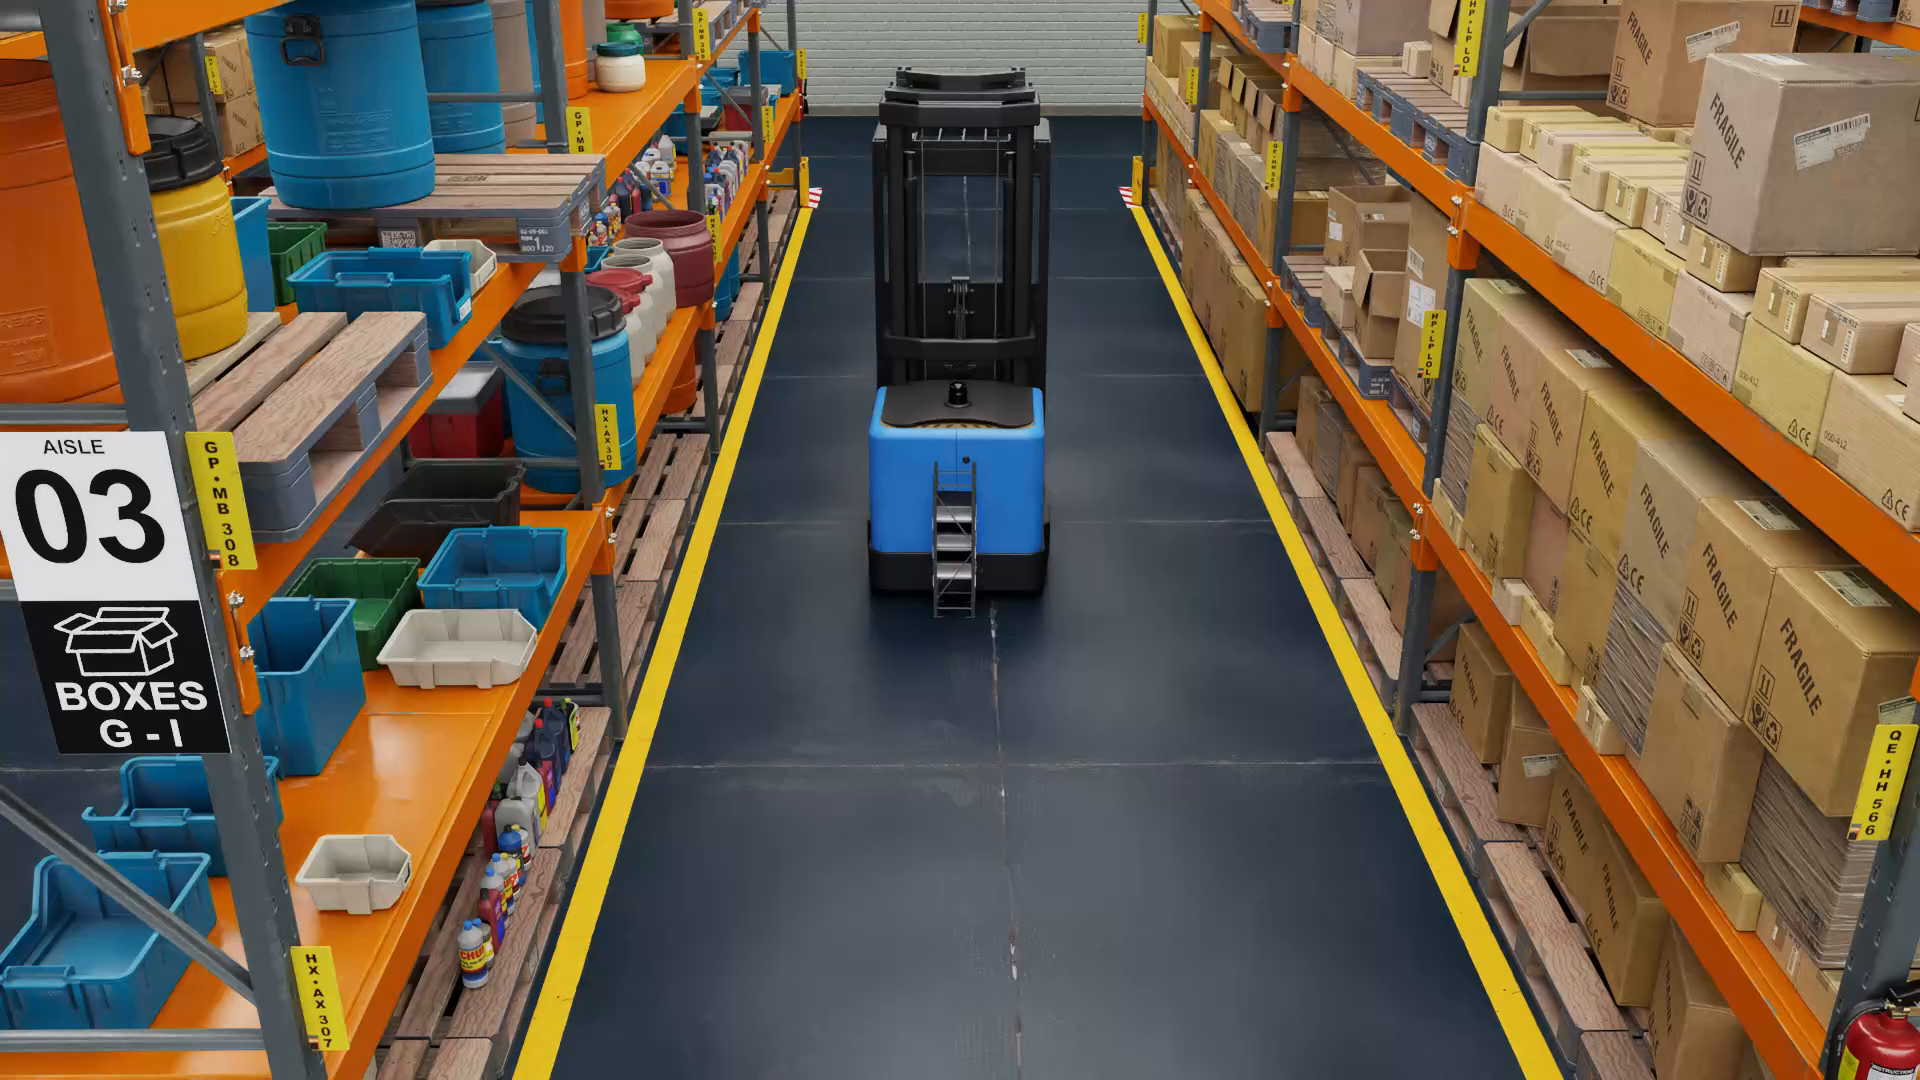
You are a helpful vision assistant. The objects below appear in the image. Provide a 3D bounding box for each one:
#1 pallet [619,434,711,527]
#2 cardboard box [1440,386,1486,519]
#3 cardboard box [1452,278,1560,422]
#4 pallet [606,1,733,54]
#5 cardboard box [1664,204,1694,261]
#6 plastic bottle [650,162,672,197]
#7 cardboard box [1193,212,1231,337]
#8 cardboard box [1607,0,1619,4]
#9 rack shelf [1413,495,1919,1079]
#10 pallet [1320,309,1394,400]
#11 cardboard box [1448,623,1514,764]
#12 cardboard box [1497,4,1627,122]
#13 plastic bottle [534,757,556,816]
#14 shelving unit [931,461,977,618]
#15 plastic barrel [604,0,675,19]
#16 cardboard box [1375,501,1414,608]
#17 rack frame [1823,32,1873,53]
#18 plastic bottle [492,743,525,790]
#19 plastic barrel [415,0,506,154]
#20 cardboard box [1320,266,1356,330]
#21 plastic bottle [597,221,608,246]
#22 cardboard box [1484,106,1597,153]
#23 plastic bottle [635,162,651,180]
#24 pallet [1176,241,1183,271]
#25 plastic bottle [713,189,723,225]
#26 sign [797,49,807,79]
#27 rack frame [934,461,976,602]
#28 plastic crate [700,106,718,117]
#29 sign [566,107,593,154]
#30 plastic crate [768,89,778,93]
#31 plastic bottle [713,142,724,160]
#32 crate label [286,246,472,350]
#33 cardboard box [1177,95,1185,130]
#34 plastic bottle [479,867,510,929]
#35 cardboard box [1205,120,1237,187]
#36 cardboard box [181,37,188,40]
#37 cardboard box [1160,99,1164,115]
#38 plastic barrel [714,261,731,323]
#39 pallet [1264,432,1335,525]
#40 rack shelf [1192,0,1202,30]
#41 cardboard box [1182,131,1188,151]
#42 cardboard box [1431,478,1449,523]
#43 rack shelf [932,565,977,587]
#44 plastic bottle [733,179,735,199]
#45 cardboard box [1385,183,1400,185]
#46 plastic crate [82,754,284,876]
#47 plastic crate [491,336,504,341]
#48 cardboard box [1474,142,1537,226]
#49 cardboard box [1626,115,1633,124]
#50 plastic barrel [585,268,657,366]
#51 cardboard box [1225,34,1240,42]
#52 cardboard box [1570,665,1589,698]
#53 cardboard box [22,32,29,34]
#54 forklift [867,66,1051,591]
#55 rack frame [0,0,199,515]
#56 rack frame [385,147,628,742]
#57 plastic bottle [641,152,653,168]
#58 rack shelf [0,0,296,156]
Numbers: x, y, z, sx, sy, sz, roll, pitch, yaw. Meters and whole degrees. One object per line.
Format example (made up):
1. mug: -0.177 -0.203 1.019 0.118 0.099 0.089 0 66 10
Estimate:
1. pallet: -2.285 -0.418 11.419 1.003 0.211 1.213 0 24 -1
2. cardboard box: 2.684 -0.378 7.463 0.875 0.500 0.500 0 24 -1
3. cardboard box: 2.492 -0.832 7.255 0.500 0.500 0.500 0 24 -1
4. pallet: -2.166 -3.605 11.669 1.003 0.211 1.213 0 24 -1
5. cardboard box: 2.506 -0.976 5.327 0.380 0.149 0.250 -1 24 -3
6. plastic bottle: -2.512 -3.027 13.953 0.152 0.276 0.135 0 24 -1
7. cardboard box: 2.692 -2.270 14.198 1.225 0.875 0.875 -1 24 -2
8. cardboard box: 7.311 -5.758 18.146 0.500 0.500 0.500 0 24 -1
9. rack shelf: 2.763 0.770 6.281 1.077 0.370 4.000 0 24 -1
10. pallet: 2.760 -1.128 9.836 1.003 0.211 1.213 0 24 -1
11. cardboard box: 2.706 0.730 8.019 0.500 0.500 0.500 -1 24 -2
12. cardboard box: 2.835 -2.182 7.659 0.797 0.503 0.637 -1 24 -3
13. plastic bottle: -1.871 1.087 7.469 0.061 0.283 0.133 1 24 3
14. shelving unit: -0.031 0.003 9.652 0.258 0.900 0.210 1 24 1
15. plastic barrel: -2.258 -3.996 11.275 0.600 0.830 0.708 0 24 -1
16. cardboard box: 2.770 0.106 9.374 0.700 0.500 0.500 0 24 -1
17. rack frame: 7.615 -3.660 15.201 1.000 3.000 0.127 0 24 -1
18. plastic bottle: -2.062 1.035 7.594 0.152 0.276 0.135 0 24 -1
19. plastic barrel: -2.434 -2.164 7.646 0.600 0.901 0.708 0 24 -1
20. cardboard box: 2.486 -1.462 10.015 0.500 0.250 0.500 -1 24 -2
21. plastic bottle: -2.673 -2.265 12.360 0.097 0.201 0.097 0 24 0
22. cardboard box: 2.437 -1.727 6.987 0.380 0.149 0.250 -1 24 -2
23. plastic bottle: -2.664 -3.026 13.951 0.152 0.276 0.135 0 24 -1
24. pallet: 2.724 -2.722 16.512 1.003 0.211 1.213 0 24 -1
25. plastic bottle: -1.903 -2.611 13.025 0.061 0.283 0.133 0 24 -1
26. sign: -1.792 -5.388 18.826 0.100 0.325 0.005 0 24 -1
27. rack frame: -0.028 -0.039 9.745 0.240 0.900 0.006 1 24 1
28. plastic crate: -2.618 -4.280 16.820 0.293 0.136 0.466 0 24 -1
29. sign: -1.661 -1.729 7.282 0.100 0.325 0.005 0 24 -1
30. plastic crate: -2.164 -4.757 17.876 0.396 0.136 0.243 0 24 -1
31. plastic bottle: -2.106 -3.256 14.369 0.144 0.351 0.185 0 24 -1
32. crate label: -1.858 -0.784 5.383 0.502 0.251 0.408 0 24 -1
33. cardboard box: 2.379 -4.140 16.085 0.500 0.250 0.500 0 24 1
34. plastic bottle: -1.880 1.441 6.701 0.097 0.271 0.097 0 24 0
35. cardboard box: 2.416 -3.327 14.344 0.500 0.500 0.500 0 24 0
36. cardboard box: -7.524 -4.555 15.847 0.500 0.500 0.500 -1 24 -2
37. cardboard box: 2.301 -4.535 17.442 0.380 0.149 0.250 -1 24 -1
38. plastic barrel: -2.302 -2.376 14.400 0.600 0.901 0.708 0 24 -1
39. pallet: 2.705 -0.438 11.462 1.003 0.211 1.213 0 24 -1
40. rack shelf: 2.632 -5.542 16.596 1.077 0.370 4.000 0 24 -1
41. cardboard box: 2.320 -3.795 15.805 0.380 0.149 0.250 0 24 0
42. cardboard box: 2.443 -0.178 7.808 0.380 0.149 0.250 0 24 -1
43. rack shelf: -0.031 0.197 9.740 0.258 0.077 0.200 1 24 1
44. plastic bottle: -1.931 -2.944 13.860 0.097 0.201 0.097 0 24 0
45. cardboard box: 2.964 -2.278 12.025 0.500 0.500 0.500 0 24 1
46. plastic crate: -2.474 0.883 5.337 0.499 0.251 0.408 0 24 -1
47. plastic crate: -2.513 -0.980 9.534 0.450 0.188 0.662 0 24 -1
48. cardboard box: 2.490 -1.494 6.956 0.500 0.250 0.500 -1 24 -3
49. cardboard box: 3.034 -1.730 6.993 0.380 0.149 0.250 0 24 1
50. plastic barrel: -2.015 -1.298 9.815 0.433 0.535 0.433 0 24 0
51. cardboard box: 2.897 -4.704 16.421 0.500 0.500 0.500 -1 24 -2
52. cardboard box: 2.521 0.543 6.215 0.380 0.149 0.250 0 24 -1
53. cardboard box: -7.258 -4.004 12.202 0.910 0.500 0.500 0 24 -1
54. forklift: 0.016 -1.594 10.717 1.130 2.935 3.031 1 24 1
55. rack frame: -2.168 -1.445 3.026 1.000 3.000 0.127 0 24 -1
56. rack frame: -2.211 -0.360 7.906 1.000 3.000 0.127 0 24 -1
57. plastic bottle: -2.697 -3.207 14.357 0.097 0.271 0.097 0 24 0
58. rack shelf: -2.190 -1.759 5.078 1.077 0.370 4.000 0 24 -1
